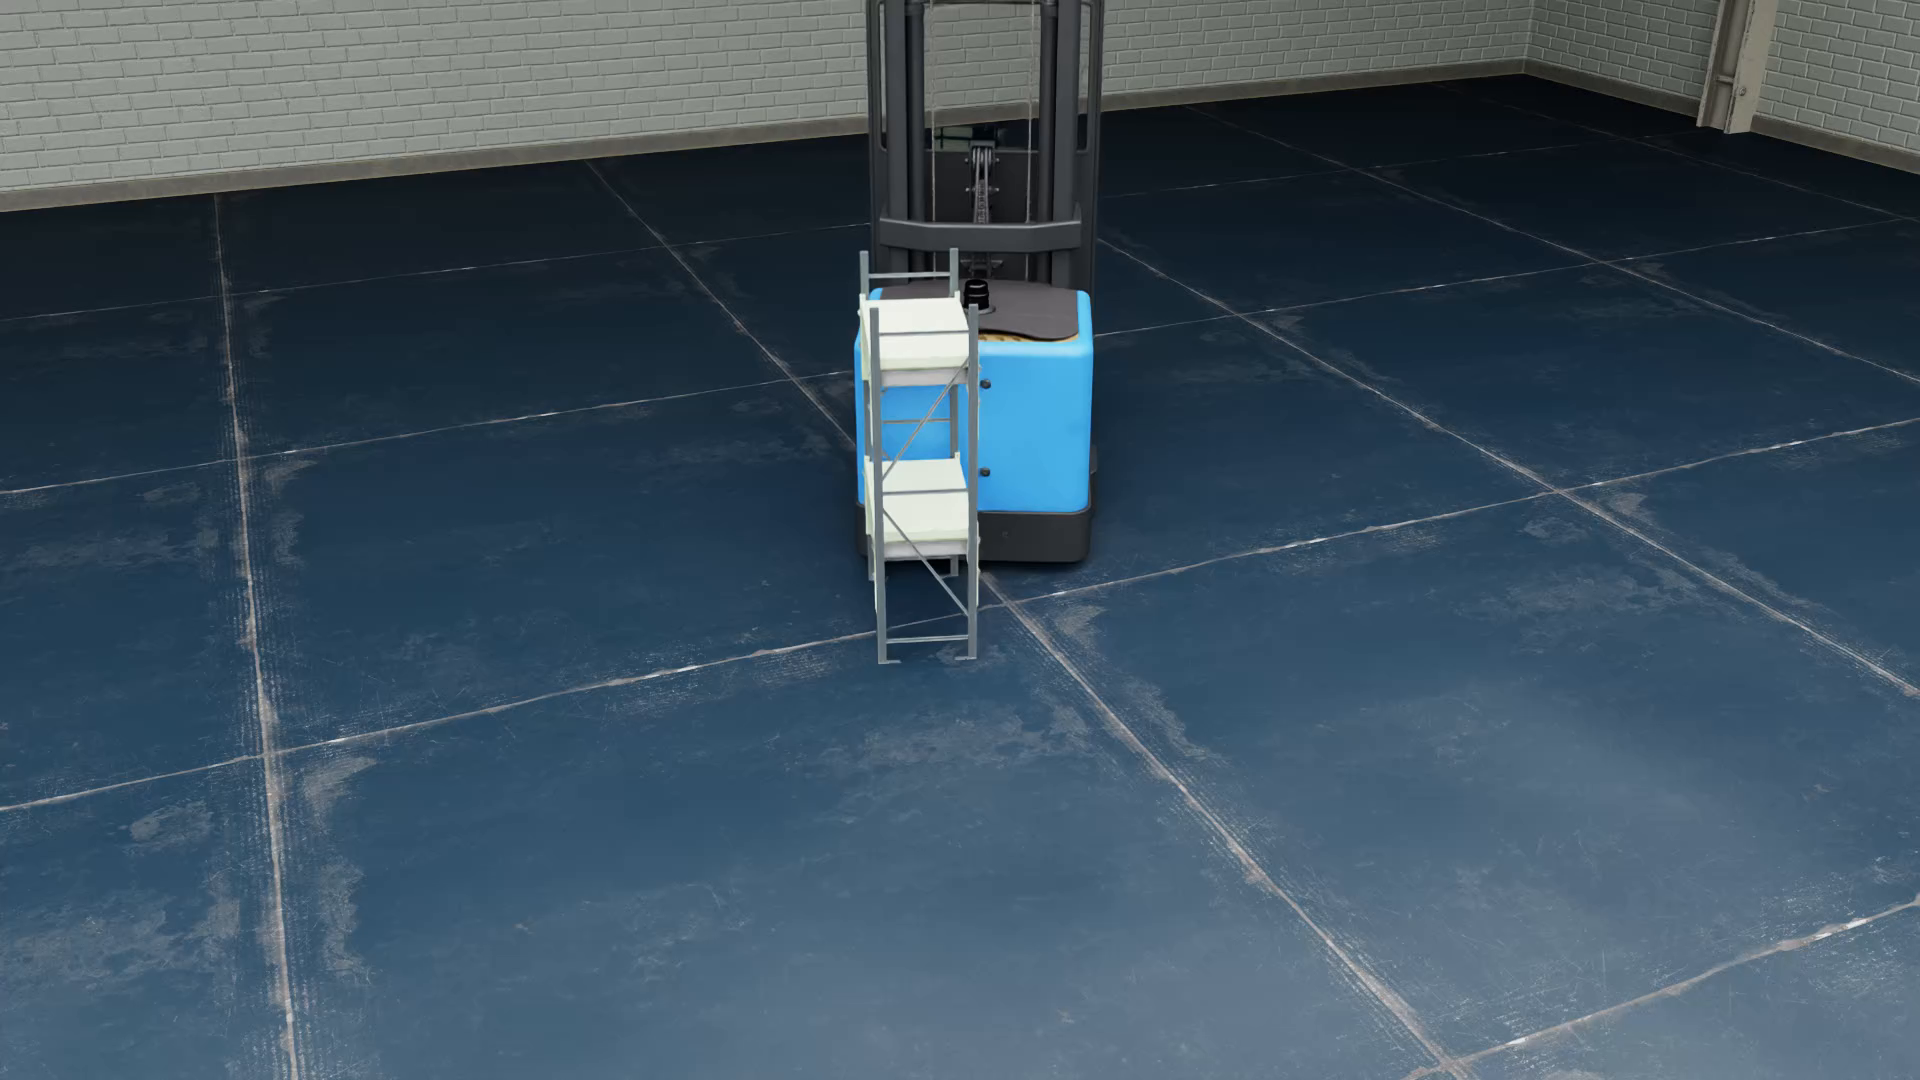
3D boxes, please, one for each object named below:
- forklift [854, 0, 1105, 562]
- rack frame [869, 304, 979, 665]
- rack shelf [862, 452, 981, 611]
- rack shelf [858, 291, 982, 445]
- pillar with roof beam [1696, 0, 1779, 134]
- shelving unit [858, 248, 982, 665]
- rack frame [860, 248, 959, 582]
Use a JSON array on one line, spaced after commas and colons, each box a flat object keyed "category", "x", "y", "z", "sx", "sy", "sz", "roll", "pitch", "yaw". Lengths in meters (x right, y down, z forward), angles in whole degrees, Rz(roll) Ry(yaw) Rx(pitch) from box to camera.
[{"category": "forklift", "x": 0.126, "y": -1.825, "z": 8.148, "sx": 1.130, "sy": 2.935, "sz": 3.031, "roll": 1, "pitch": 26, "yaw": 3}, {"category": "rack frame", "x": -0.132, "y": -0.181, "z": 6.412, "sx": 0.400, "sy": 1.500, "sz": 0.023, "roll": -3, "pitch": 26, "yaw": -5}, {"category": "rack shelf", "x": -0.169, "y": -0.048, "z": 6.882, "sx": 0.431, "sy": 0.370, "sz": 0.720, "roll": -3, "pitch": 26, "yaw": -5}, {"category": "rack shelf", "x": -0.169, "y": -0.692, "z": 6.568, "sx": 0.431, "sy": 0.370, "sz": 0.720, "roll": -3, "pitch": 26, "yaw": -5}, {"category": "pillar with roof beam", "x": 3.262, "y": -7.199, "z": 12.239, "sx": 9.100, "sy": 9.000, "sz": 0.400, "roll": -11, "pitch": 28, "yaw": -21}, {"category": "shelving unit", "x": -0.169, "y": -0.341, "z": 6.739, "sx": 0.431, "sy": 1.500, "sz": 0.755, "roll": -3, "pitch": 26, "yaw": -5}, {"category": "rack frame", "x": -0.207, "y": -0.501, "z": 7.066, "sx": 0.400, "sy": 1.500, "sz": 0.023, "roll": -3, "pitch": 26, "yaw": -5}]
